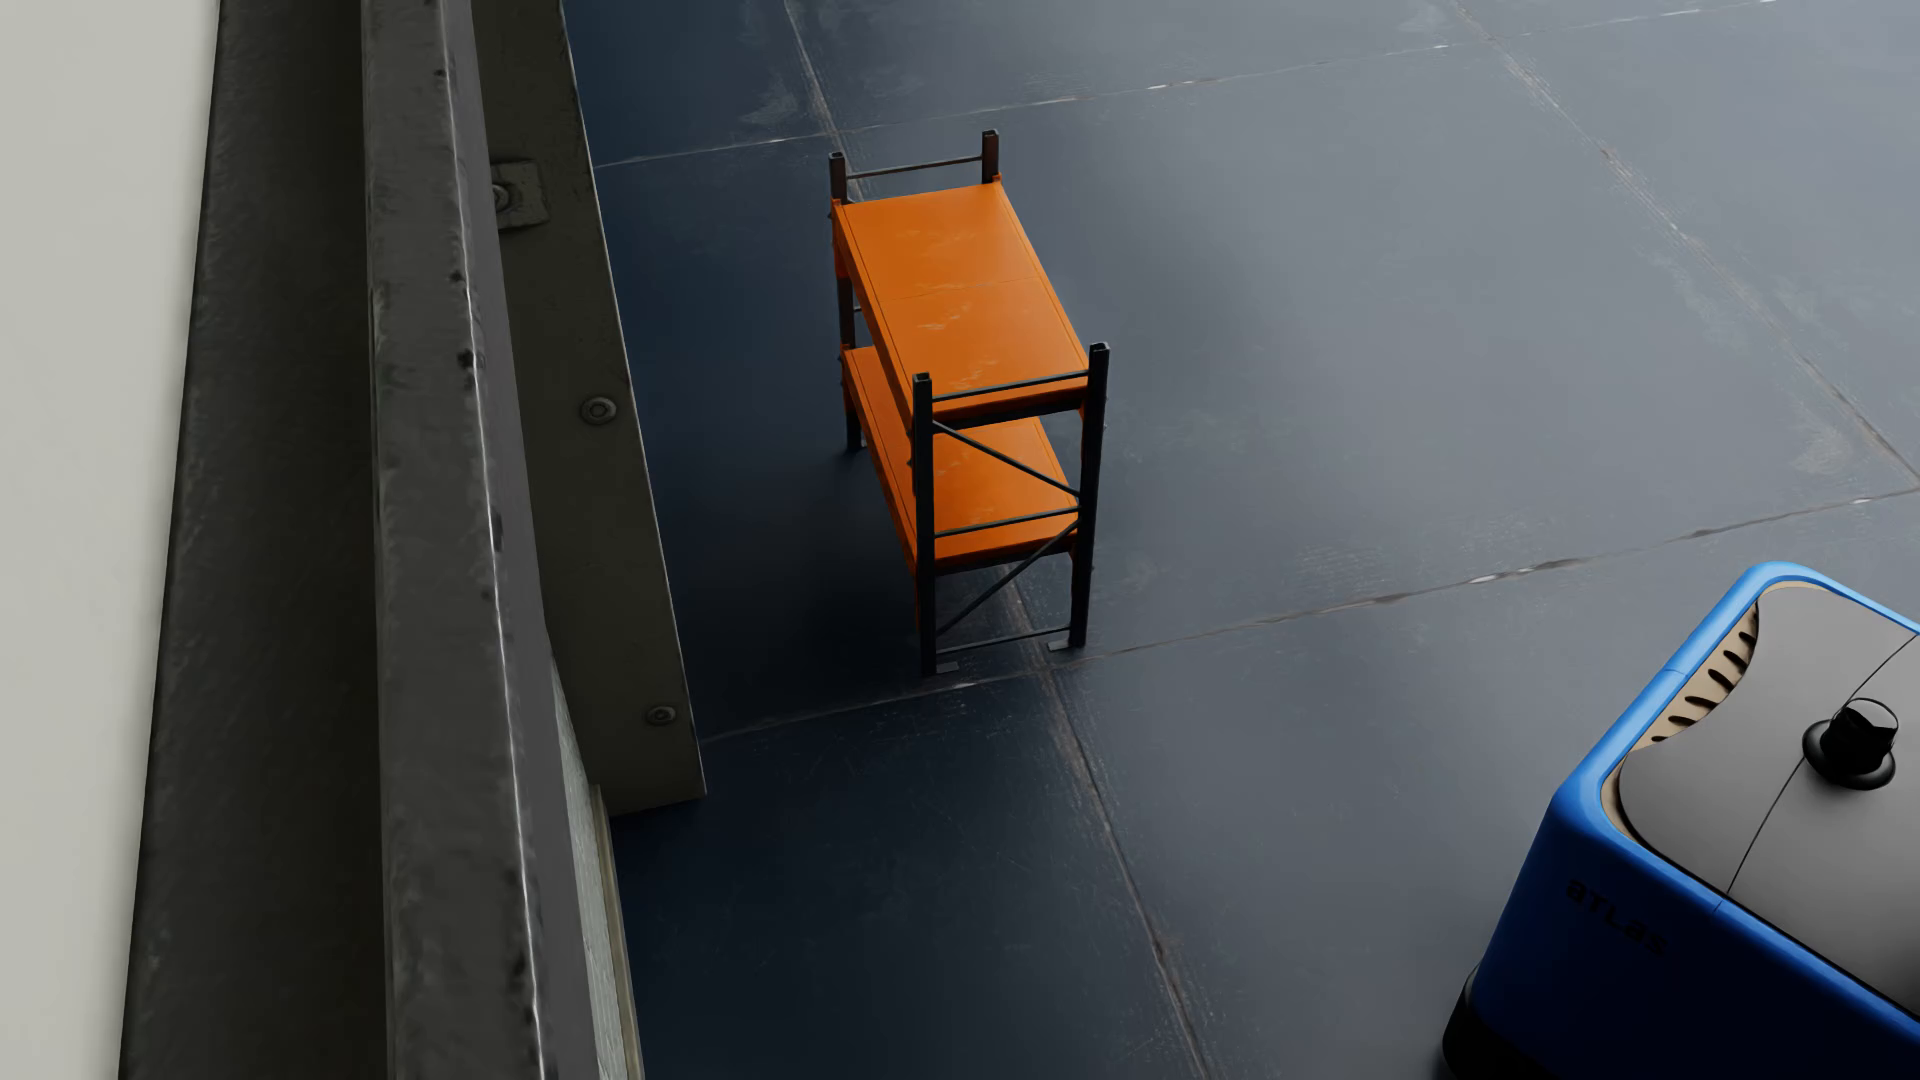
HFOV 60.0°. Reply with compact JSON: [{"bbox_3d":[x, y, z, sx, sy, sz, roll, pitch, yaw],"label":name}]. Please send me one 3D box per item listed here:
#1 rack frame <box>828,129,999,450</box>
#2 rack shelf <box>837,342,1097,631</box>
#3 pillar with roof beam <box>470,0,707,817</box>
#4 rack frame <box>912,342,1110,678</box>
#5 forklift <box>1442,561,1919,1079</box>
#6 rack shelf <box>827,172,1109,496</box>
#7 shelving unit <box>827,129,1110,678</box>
[{"bbox_3d":[-0.132,-0.749,5.197,0.500,1.125,0.032,-11,47,-10],"label":"rack frame"},{"bbox_3d":[-0.002,-0.227,5.027,0.538,0.278,1.000,-11,47,-10],"label":"rack shelf"},{"bbox_3d":[3.269,-3.344,2.226,9.100,9.000,0.400,-11,47,-10],"label":"pillar with roof beam"},{"bbox_3d":[0.128,-0.047,4.509,0.500,1.125,0.032,-11,47,-10],"label":"rack frame"},{"bbox_3d":[2.561,0.724,2.489,3.031,2.935,1.130,34,55,29],"label":"forklift"},{"bbox_3d":[-0.002,-0.603,4.644,0.538,0.278,1.000,-11,47,-10],"label":"rack shelf"},{"bbox_3d":[-0.002,-0.398,4.853,0.538,1.125,1.048,-11,47,-10],"label":"shelving unit"}]
